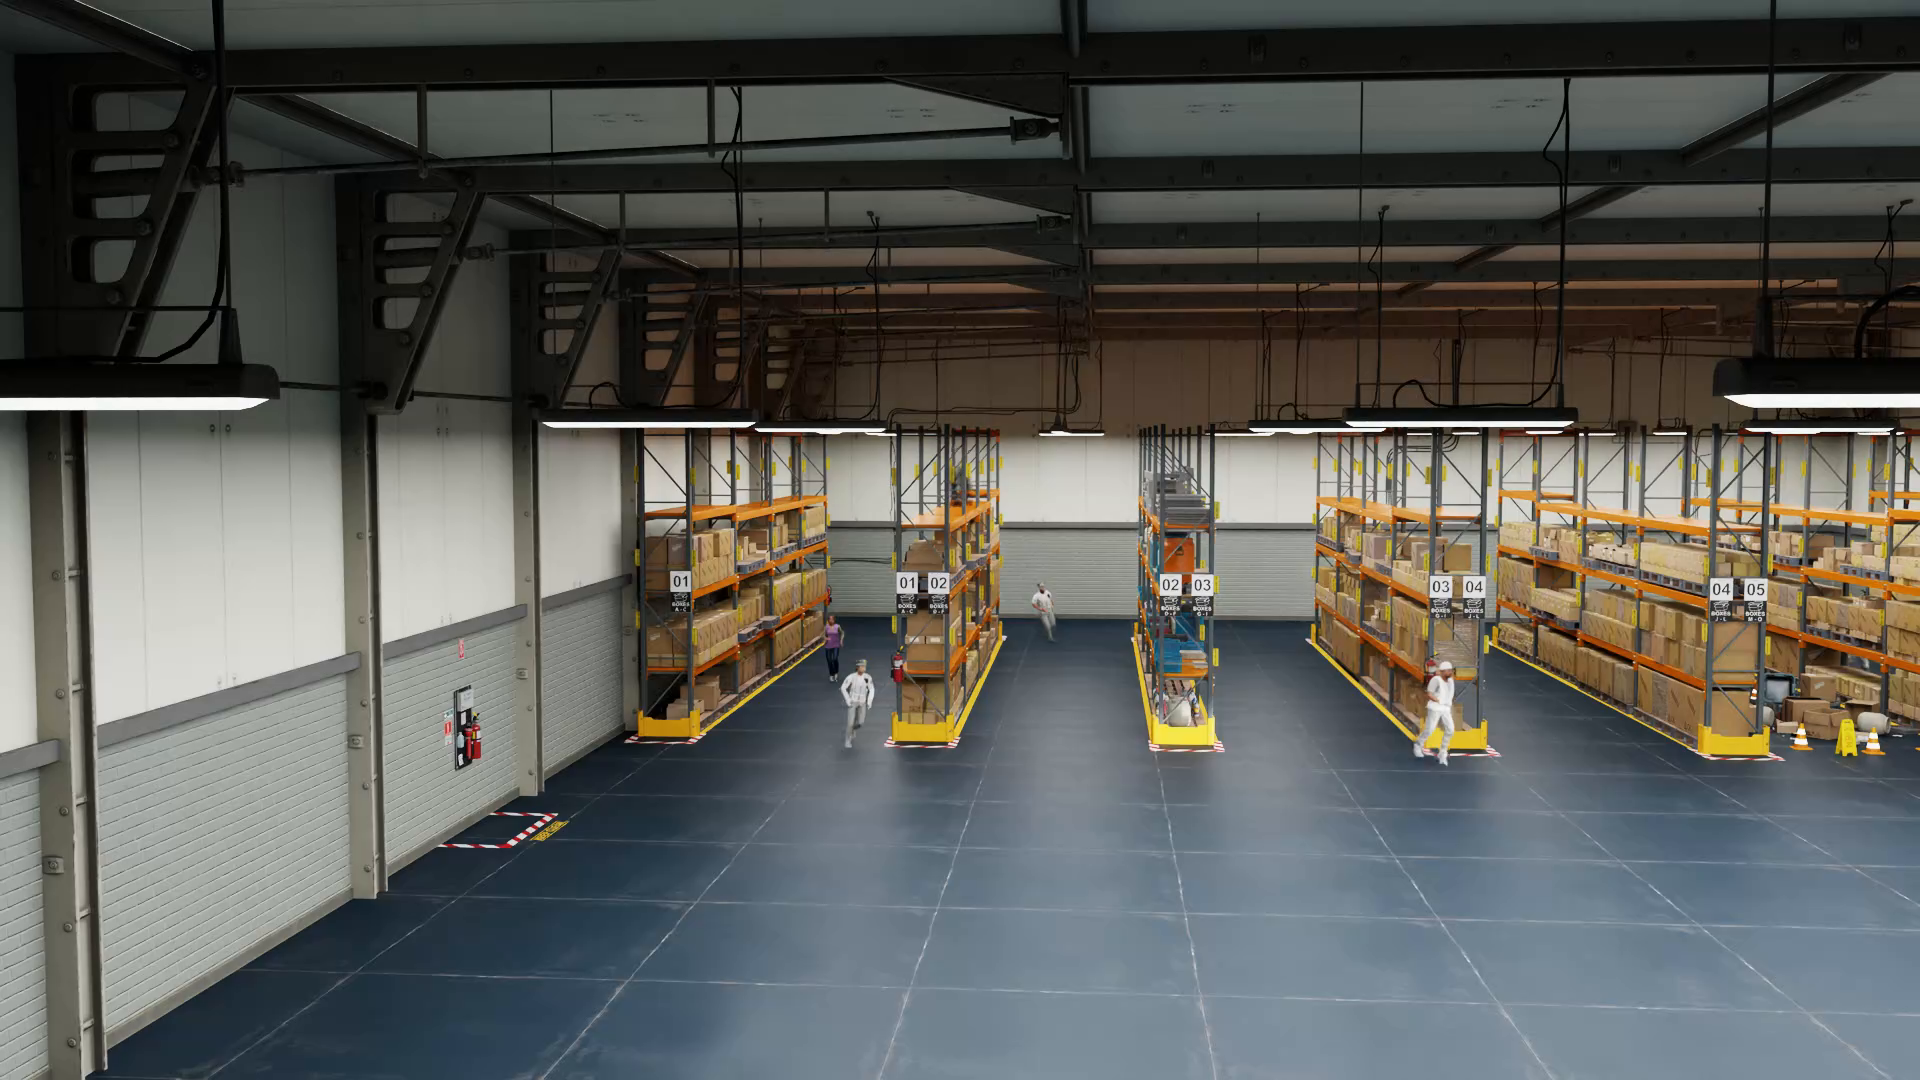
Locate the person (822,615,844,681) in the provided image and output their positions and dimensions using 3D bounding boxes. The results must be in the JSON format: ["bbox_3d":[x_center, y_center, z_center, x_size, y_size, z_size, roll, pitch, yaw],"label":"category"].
[{"bbox_3d":[-2.995,2.540,39.094,0.510,1.570,0.636,0,3,3],"label":"person"}]

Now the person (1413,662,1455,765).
[{"bbox_3d":[8.508,3.066,29.511,0.747,1.843,0.752,-2,4,-31],"label":"person"}]

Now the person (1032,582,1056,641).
[{"bbox_3d":[2.379,2.016,47.034,0.739,1.698,0.602,-2,4,-24],"label":"person"}]

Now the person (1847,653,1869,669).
[{"bbox_3d":[22.138,2.330,41.193,0.724,1.794,0.953,0,3,-1],"label":"person"}]

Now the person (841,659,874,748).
[{"bbox_3d":[-1.898,3.030,31.012,0.664,1.633,0.473,-1,4,-18],"label":"person"}]
